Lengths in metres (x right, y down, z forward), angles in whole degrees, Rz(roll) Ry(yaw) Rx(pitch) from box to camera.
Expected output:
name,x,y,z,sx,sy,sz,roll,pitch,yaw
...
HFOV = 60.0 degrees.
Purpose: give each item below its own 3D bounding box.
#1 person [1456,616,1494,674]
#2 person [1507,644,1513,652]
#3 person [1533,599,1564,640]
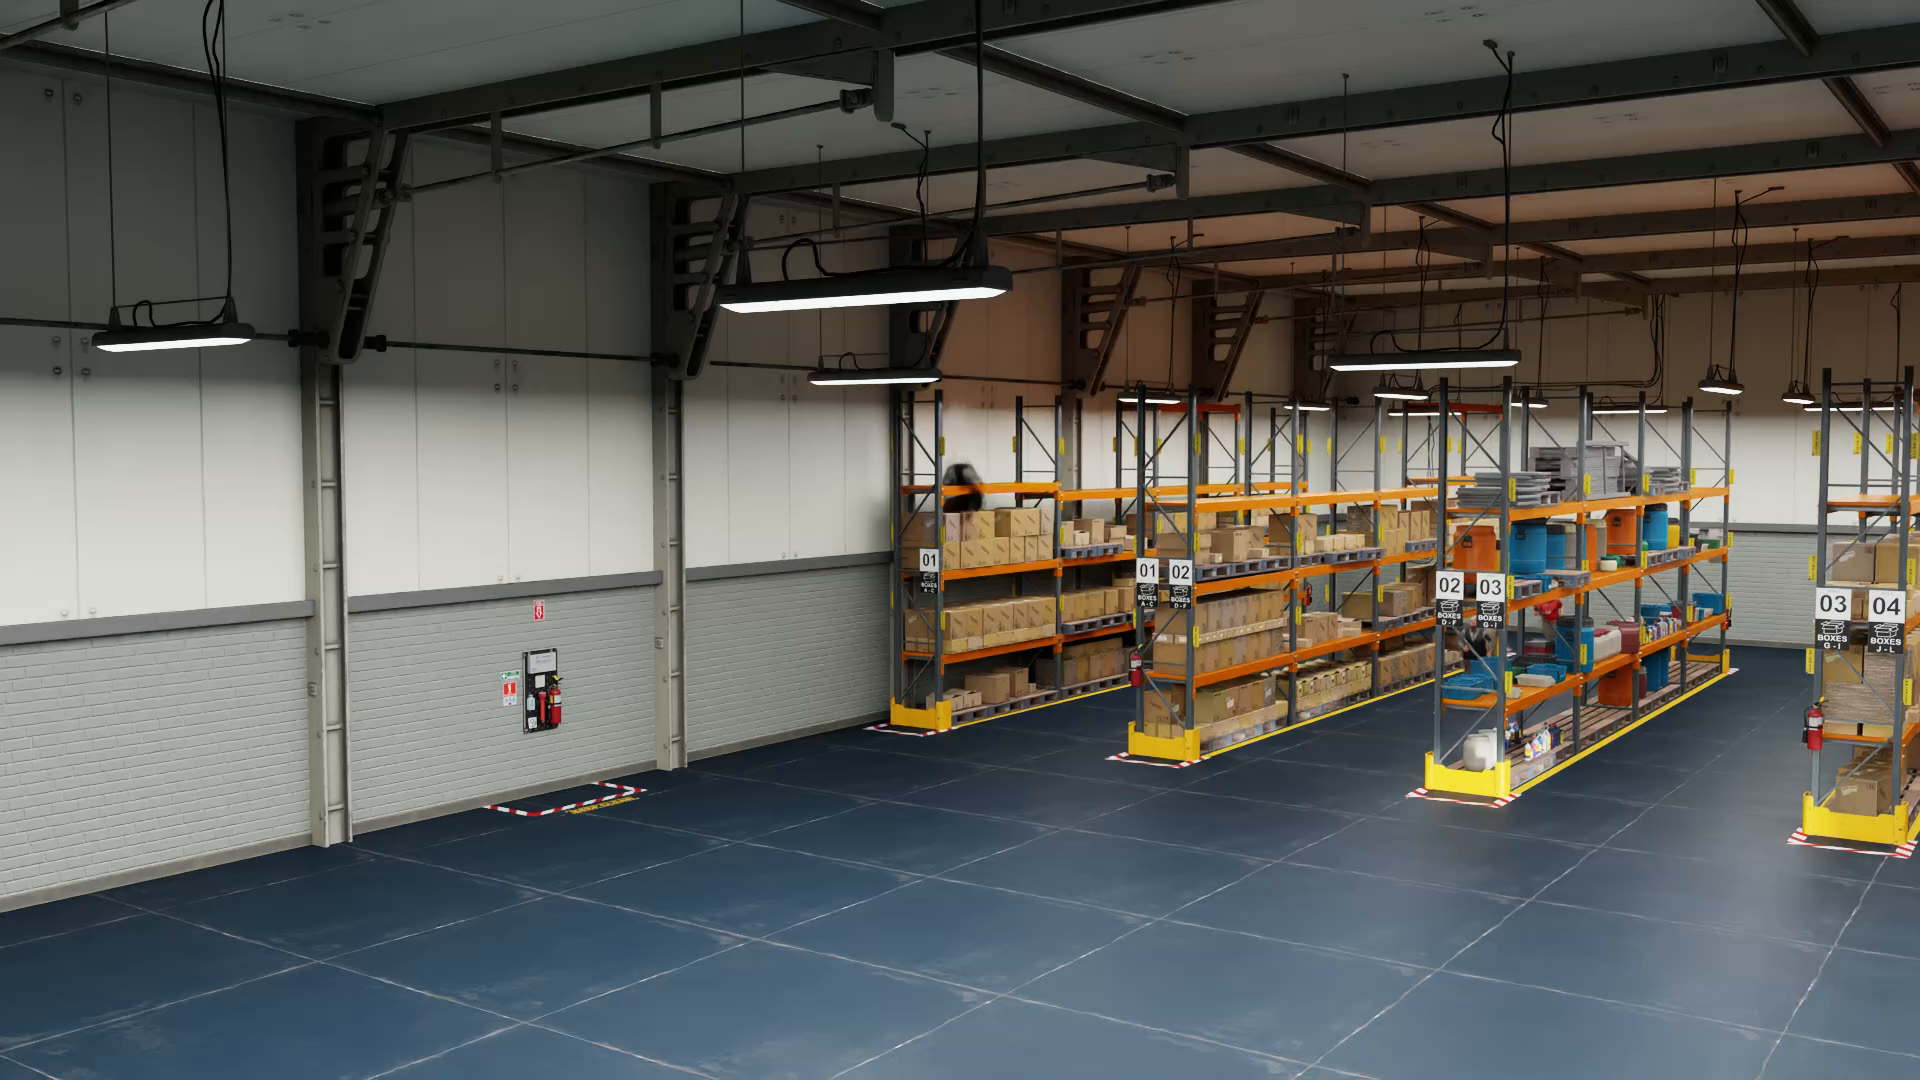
name,x,y,z,sx,sy,sz,roll,pitch,yaw
person,9.921,2.334,32.071,0.676,1.751,0.854,2,4,28
person,13.194,1.818,40.871,0.952,1.802,0.707,3,4,41
person,13.616,1.976,38.471,0.679,1.699,0.971,1,3,18
